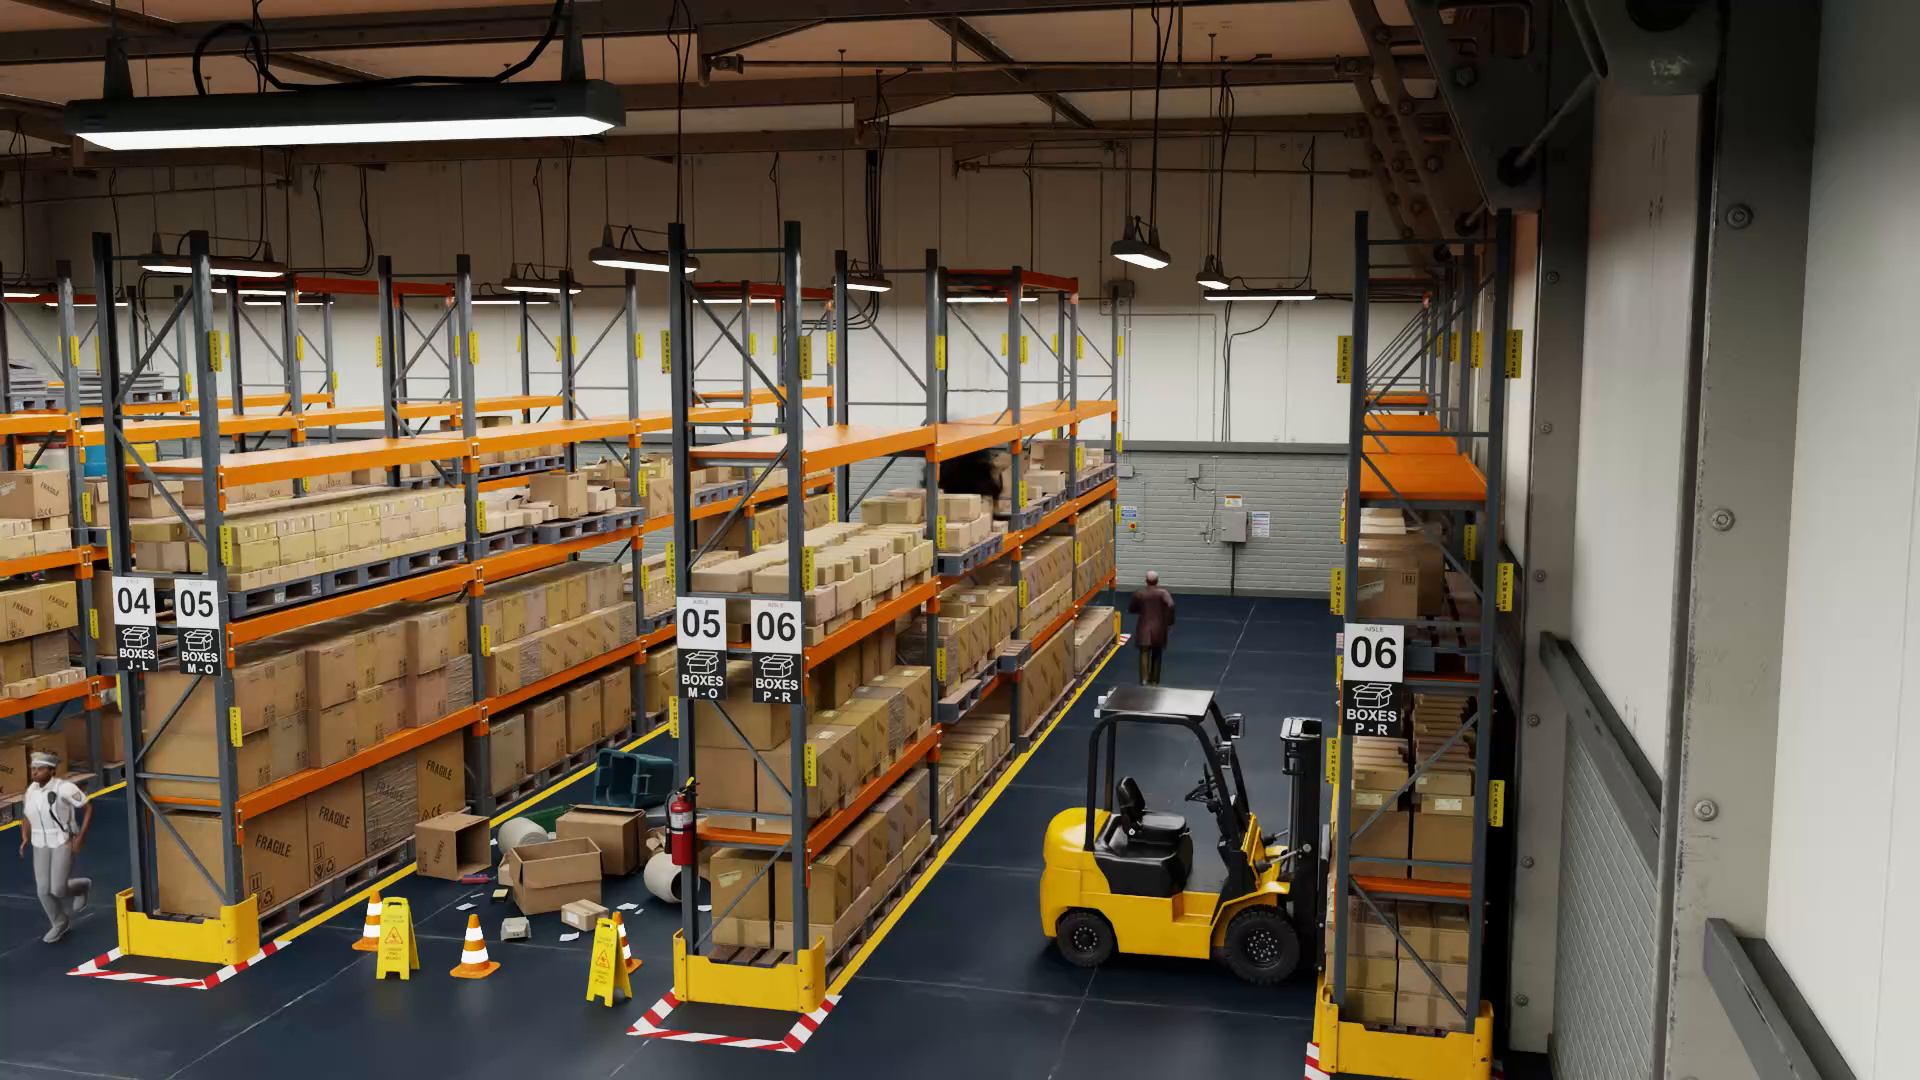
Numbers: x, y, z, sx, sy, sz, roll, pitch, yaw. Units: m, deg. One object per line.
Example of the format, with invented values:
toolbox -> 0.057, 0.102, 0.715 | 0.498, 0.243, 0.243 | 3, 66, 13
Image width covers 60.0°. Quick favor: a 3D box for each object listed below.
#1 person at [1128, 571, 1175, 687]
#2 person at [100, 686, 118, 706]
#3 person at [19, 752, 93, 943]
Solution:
person -> 2.753, 1.334, 23.956 | 0.691, 1.789, 1.046 | 1, 7, 9
person -> -11.075, 1.700, 21.757 | 0.705, 1.641, 0.661 | 1, 7, 8
person -> -7.779, 2.616, 14.344 | 0.581, 1.675, 0.634 | 1, 7, 5
